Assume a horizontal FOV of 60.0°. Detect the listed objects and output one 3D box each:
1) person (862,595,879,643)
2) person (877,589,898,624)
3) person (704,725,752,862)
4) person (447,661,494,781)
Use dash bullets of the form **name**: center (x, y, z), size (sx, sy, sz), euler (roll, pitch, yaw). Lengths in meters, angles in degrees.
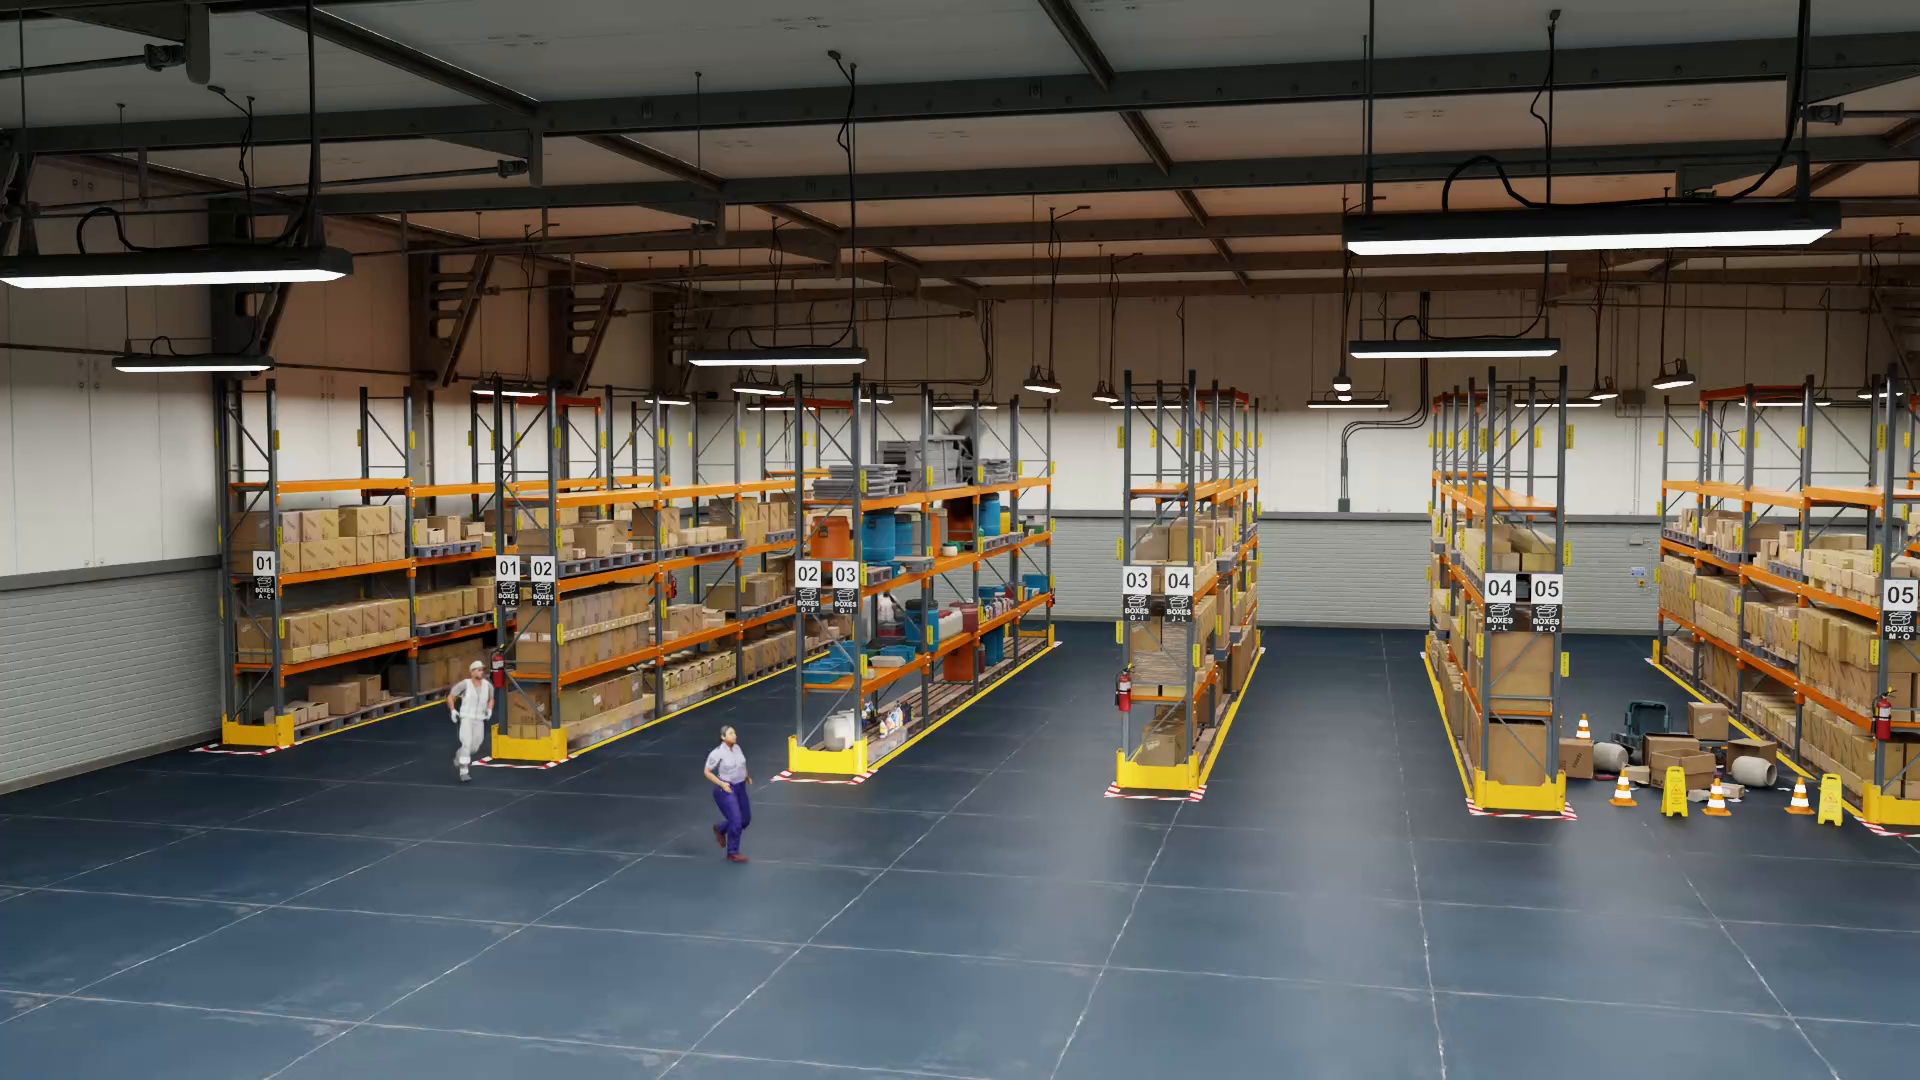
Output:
- **person**: center (-2.030, 1.698, 35.866), size (0.566, 1.691, 0.835), euler (0, 3, 0)
- **person**: center (-1.720, 1.885, 38.469), size (0.556, 1.721, 0.804), euler (0, 3, 3)
- **person**: center (-2.784, 3.009, 19.881), size (0.652, 1.597, 0.611), euler (2, 4, 35)
- **person**: center (-7.250, 2.658, 24.710), size (0.709, 1.728, 0.772), euler (-3, 4, -37)
